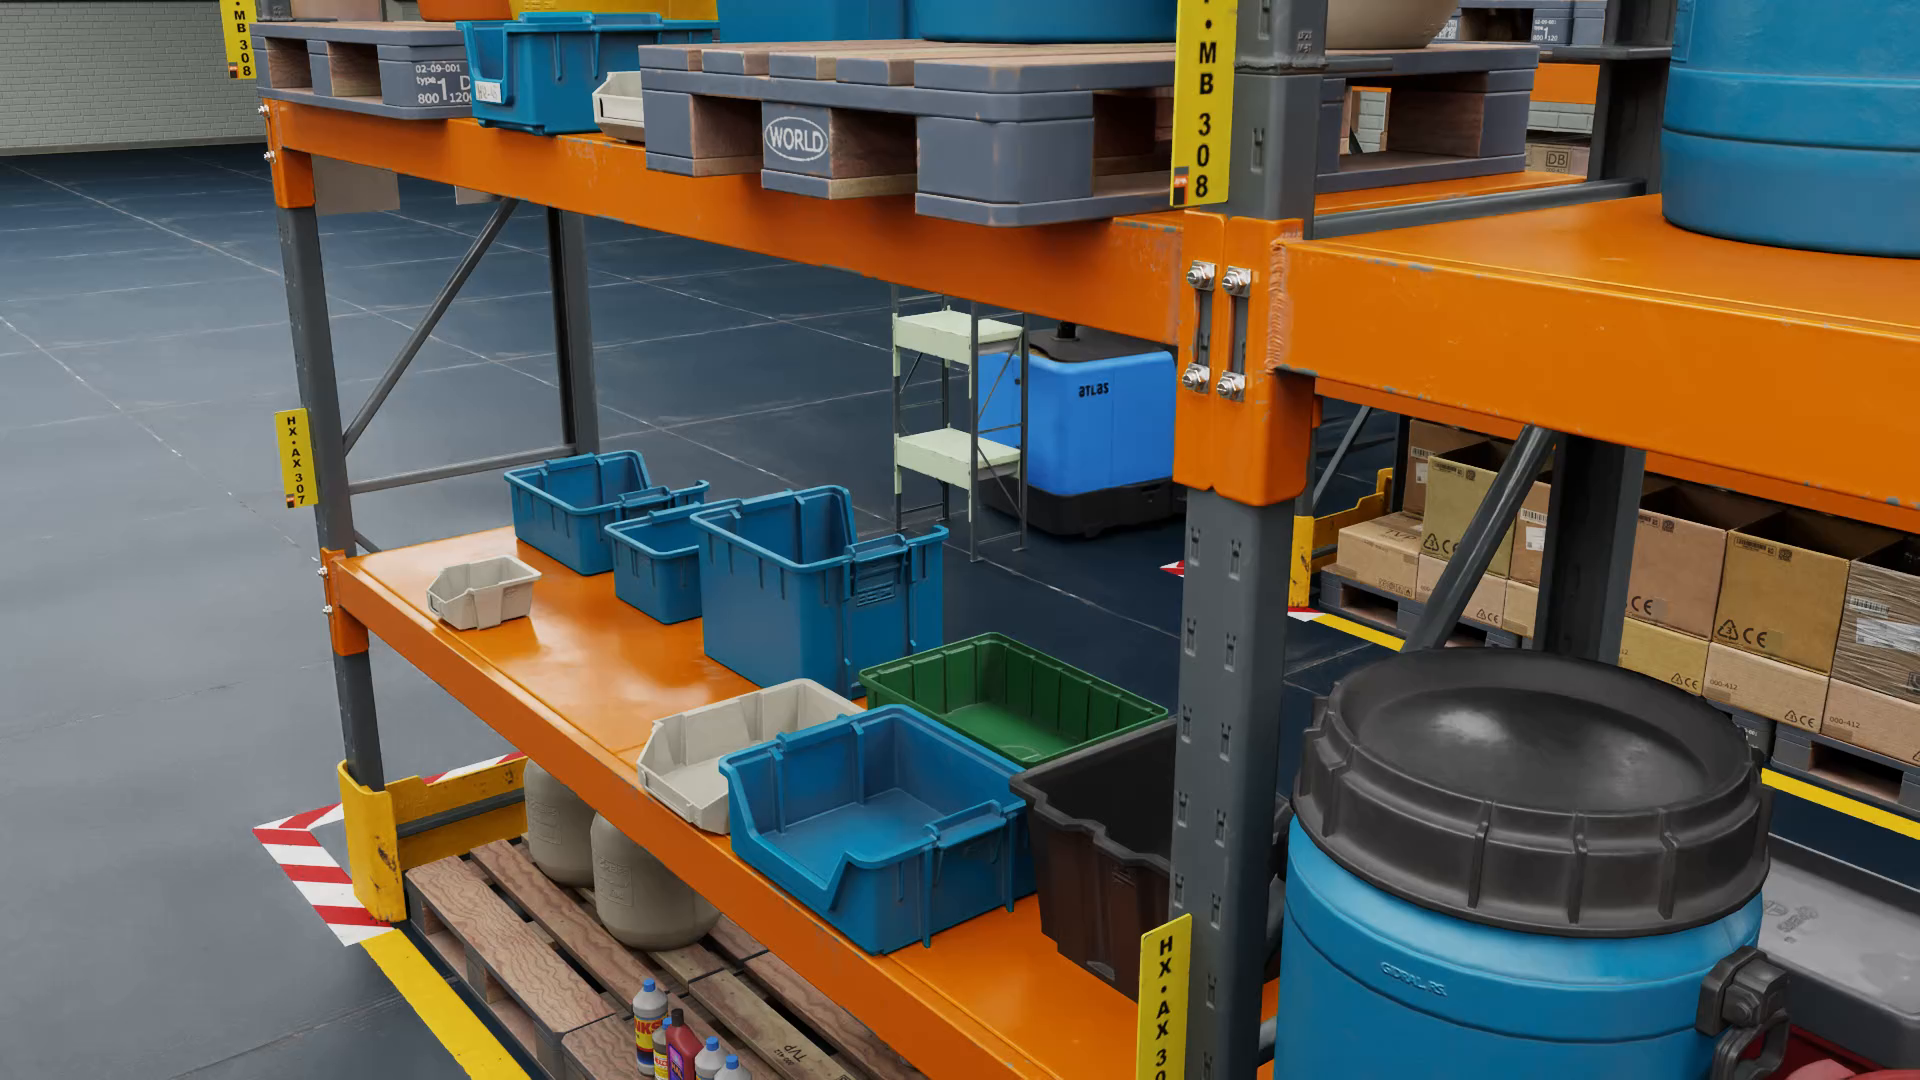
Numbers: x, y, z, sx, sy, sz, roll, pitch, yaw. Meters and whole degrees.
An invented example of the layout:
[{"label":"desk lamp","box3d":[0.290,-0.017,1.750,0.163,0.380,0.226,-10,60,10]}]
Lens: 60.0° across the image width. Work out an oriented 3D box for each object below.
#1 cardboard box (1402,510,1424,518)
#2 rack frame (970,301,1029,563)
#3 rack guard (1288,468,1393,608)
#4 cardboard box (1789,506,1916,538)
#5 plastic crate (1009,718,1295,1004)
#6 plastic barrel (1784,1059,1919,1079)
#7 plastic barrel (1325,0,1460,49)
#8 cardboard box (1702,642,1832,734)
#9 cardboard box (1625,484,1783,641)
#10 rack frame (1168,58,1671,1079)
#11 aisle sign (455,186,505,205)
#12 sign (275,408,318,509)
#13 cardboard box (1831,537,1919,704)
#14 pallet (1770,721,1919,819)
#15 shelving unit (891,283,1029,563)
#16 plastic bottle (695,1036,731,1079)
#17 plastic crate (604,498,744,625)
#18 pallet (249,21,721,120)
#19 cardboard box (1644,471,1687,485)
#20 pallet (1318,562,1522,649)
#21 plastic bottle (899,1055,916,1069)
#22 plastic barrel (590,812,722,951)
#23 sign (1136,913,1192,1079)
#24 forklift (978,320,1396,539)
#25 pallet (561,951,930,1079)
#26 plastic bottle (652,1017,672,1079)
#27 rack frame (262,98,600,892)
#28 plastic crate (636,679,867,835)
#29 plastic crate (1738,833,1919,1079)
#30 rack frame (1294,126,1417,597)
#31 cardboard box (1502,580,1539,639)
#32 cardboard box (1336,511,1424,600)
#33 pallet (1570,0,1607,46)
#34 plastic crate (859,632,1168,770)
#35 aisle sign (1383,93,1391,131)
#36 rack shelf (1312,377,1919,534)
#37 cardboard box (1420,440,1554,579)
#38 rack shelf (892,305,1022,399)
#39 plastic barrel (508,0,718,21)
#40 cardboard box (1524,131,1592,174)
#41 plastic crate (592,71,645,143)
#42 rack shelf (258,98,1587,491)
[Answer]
[{"label":"cardboard box","box3d":[2.707,-0.027,8.879,0.500,0.250,0.500,-14,23,-36]},{"label":"rack frame","box3d":[0.223,-0.623,9.359,0.400,1.500,0.023,-14,23,-36]},{"label":"rack guard","box3d":[2.128,-0.027,9.148,1.175,0.500,0.348,-14,23,-36]},{"label":"cardboard box","box3d":[3.963,0.106,7.283,0.500,0.500,0.500,-14,23,-36]},{"label":"plastic crate","box3d":[0.516,0.619,3.318,0.767,0.338,0.504,-14,23,-36]},{"label":"plastic barrel","box3d":[1.163,0.958,1.982,0.433,0.535,0.433,0,18,0]},{"label":"plastic barrel","box3d":[0.628,-1.077,2.725,0.421,0.512,0.421,0,18,0]},{"label":"cardboard box","box3d":[3.542,0.567,7.085,0.500,0.250,0.500,-14,23,-36]},{"label":"cardboard box","box3d":[3.231,0.088,7.338,0.500,0.500,0.500,-14,23,-36]},{"label":"rack frame","box3d":[0.741,0.744,2.844,1.000,3.000,0.127,-14,23,-36]},{"label":"aisle sign","box3d":[-1.554,-1.552,5.641,0.394,0.787,0.004,-14,23,-36]},{"label":"sign","box3d":[-2.176,-0.267,5.456,0.100,0.325,0.005,-14,23,-36]},{"label":"cardboard box","box3d":[3.866,0.331,6.605,0.500,0.500,0.500,-14,23,-36]},{"label":"pallet","box3d":[4.165,0.898,6.816,1.003,0.211,1.213,-14,23,-36]},{"label":"shelving unit","box3d":[-0.004,-0.714,9.632,0.431,1.500,0.755,-14,23,-36]},{"label":"plastic bottle","box3d":[-0.648,1.437,4.393,0.097,0.271,0.097,0,18,0]},{"label":"plastic crate","box3d":[-0.798,0.055,5.161,0.499,0.251,0.408,-14,23,-36]},{"label":"pallet","box3d":[-1.306,-1.353,4.706,1.003,0.211,1.213,-14,23,-36]},{"label":"cardboard box","box3d":[3.341,-0.140,8.027,0.500,0.500,0.500,-14,23,-36]},{"label":"pallet","box3d":[2.650,0.296,8.632,1.003,0.211,1.213,-14,23,-36]},{"label":"plastic bottle","box3d":[-0.124,1.375,4.689,0.097,0.201,0.097,0,18,0]},{"label":"plastic barrel","box3d":[-0.963,1.011,5.328,0.421,0.512,0.421,0,18,0]},{"label":"sign","box3d":[0.303,0.717,2.485,0.100,0.325,0.005,-14,23,-36]},{"label":"forklift","box3d":[1.581,-1.731,10.427,3.031,2.935,1.130,-11,21,-30]},{"label":"pallet","box3d":[-0.405,1.593,4.715,1.003,0.211,1.213,-14,23,-36]},{"label":"plastic bottle","box3d":[-0.797,1.411,4.582,0.097,0.201,0.097,0,18,0]},{"label":"rack frame","box3d":[-1.743,-0.242,5.821,1.000,3.000,0.127,-14,23,-36]},{"label":"plastic crate","box3d":[-0.466,0.518,3.945,0.530,0.136,0.437,-14,23,-36]},{"label":"plastic crate","box3d":[1.282,0.773,2.654,0.402,0.464,0.583,-14,23,-36]},{"label":"rack frame","box3d":[2.143,-1.208,8.738,1.000,3.000,0.127,-14,23,-36]},{"label":"cardboard box","box3d":[2.925,0.320,7.831,0.500,0.250,0.500,-14,23,-36]},{"label":"cardboard box","box3d":[2.301,0.074,8.574,0.500,0.250,0.500,-14,23,-36]},{"label":"pallet","box3d":[3.323,-2.109,6.830,1.003,0.211,1.213,-14,23,-36]},{"label":"plastic crate","box3d":[0.119,0.455,4.054,0.450,0.188,0.662,-14,23,-36]},{"label":"aisle sign","box3d":[2.332,-2.515,8.551,0.394,0.787,0.004,-14,23,-36]},{"label":"rack shelf","box3d":[3.384,-0.373,7.362,1.077,0.370,4.000,-14,23,-36]},{"label":"cardboard box","box3d":[2.613,-0.159,8.085,0.500,0.500,0.500,-14,23,-36]},{"label":"rack shelf","box3d":[-0.004,-1.084,9.509,0.431,0.370,0.720,-14,23,-36]},{"label":"plastic barrel","box3d":[-0.935,-1.698,4.480,0.600,0.588,0.600,0,18,0]},{"label":"cardboard box","box3d":[2.786,-1.612,7.736,0.700,0.500,0.500,-15,23,-38]},{"label":"plastic crate","box3d":[-0.572,-0.872,3.370,0.243,0.136,0.396,-14,23,-36]},{"label":"rack shelf","box3d":[-0.501,-0.831,3.974,1.077,0.370,4.000,-14,23,-36]}]
